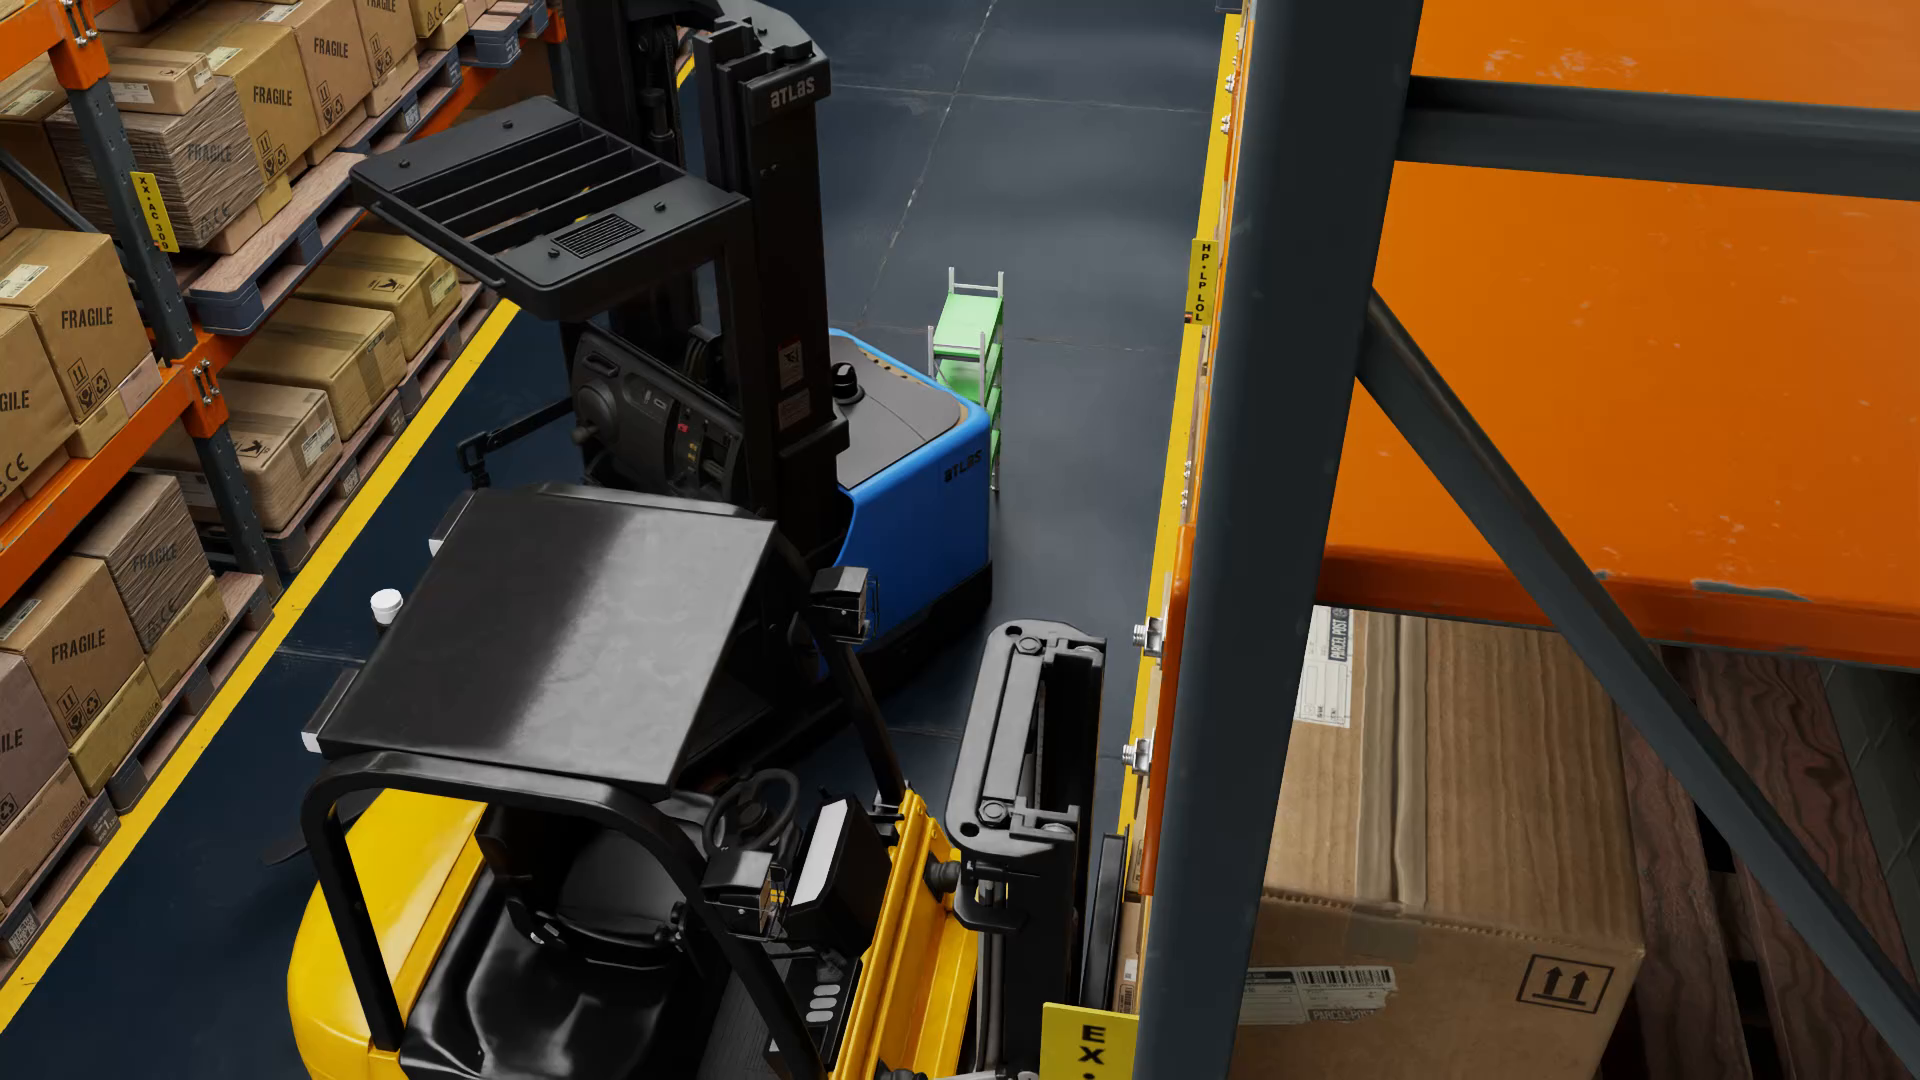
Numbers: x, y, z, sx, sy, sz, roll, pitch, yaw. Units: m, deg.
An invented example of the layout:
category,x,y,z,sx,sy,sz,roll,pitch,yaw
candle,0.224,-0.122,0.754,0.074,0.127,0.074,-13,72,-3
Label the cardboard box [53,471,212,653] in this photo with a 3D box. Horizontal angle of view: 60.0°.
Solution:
category,x,y,z,sx,sy,sz,roll,pitch,yaw
cardboard box,-3.373,0.070,6.551,0.500,0.500,0.500,6,40,7

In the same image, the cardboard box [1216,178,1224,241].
category,x,y,z,sx,sy,sz,roll,pitch,yaw
cardboard box,1.269,-1.190,6.560,0.500,0.250,0.500,5,40,7

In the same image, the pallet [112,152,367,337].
category,x,y,z,sx,sy,sz,roll,pitch,yaw
pallet,-3.260,-1.330,7.155,1.003,0.211,1.213,6,40,8

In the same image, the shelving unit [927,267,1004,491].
category,x,y,z,sx,sy,sz,roll,pitch,yaw
shelving unit,0.029,-0.566,7.493,0.258,1.200,0.503,6,40,8

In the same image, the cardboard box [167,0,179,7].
category,x,y,z,sx,sy,sz,roll,pitch,yaw
cardboard box,-3.547,-2.428,7.182,0.380,0.149,0.250,5,40,6

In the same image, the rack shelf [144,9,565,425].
category,x,y,z,sx,sy,sz,roll,pitch,yaw
rack shelf,-3.189,-1.918,8.280,1.077,0.370,4.000,6,40,8

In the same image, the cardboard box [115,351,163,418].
category,x,y,z,sx,sy,sz,roll,pitch,yaw
cardboard box,-3.291,-0.608,6.328,0.380,0.149,0.250,6,40,7

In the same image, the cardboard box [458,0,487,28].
category,x,y,z,sx,sy,sz,roll,pitch,yaw
cardboard box,-2.694,-2.787,8.635,0.380,0.149,0.250,5,40,6

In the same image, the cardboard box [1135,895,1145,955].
category,x,y,z,sx,sy,sz,roll,pitch,yaw
cardboard box,0.752,0.776,4.379,0.500,0.500,0.500,7,40,8

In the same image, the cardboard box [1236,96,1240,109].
category,x,y,z,sx,sy,sz,roll,pitch,yaw
cardboard box,0.798,-0.802,3.709,0.396,0.266,0.258,6,40,7

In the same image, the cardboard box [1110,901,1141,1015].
category,x,y,z,sx,sy,sz,roll,pitch,yaw
cardboard box,0.690,1.348,4.809,0.500,0.250,0.500,6,40,7

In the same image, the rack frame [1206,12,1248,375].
category,x,y,z,sx,sy,sz,roll,pitch,yaw
rack frame,1.354,-0.395,5.874,1.000,3.000,0.127,6,40,8

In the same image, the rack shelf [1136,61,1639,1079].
category,x,y,z,sx,sy,sz,roll,pitch,yaw
rack shelf,1.008,-0.019,3.629,1.077,0.370,4.000,6,40,8

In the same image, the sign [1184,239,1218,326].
category,x,y,z,sx,sy,sz,roll,pitch,yaw
sign,0.818,-0.864,5.595,0.100,0.325,0.005,6,40,8

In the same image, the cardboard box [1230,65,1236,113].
category,x,y,z,sx,sy,sz,roll,pitch,yaw
cardboard box,1.356,-1.902,7.109,0.380,0.149,0.250,5,40,6

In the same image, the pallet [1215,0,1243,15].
category,x,y,z,sx,sy,sz,roll,pitch,yaw
pallet,2.095,-3.265,9.495,1.213,0.211,1.003,6,40,8

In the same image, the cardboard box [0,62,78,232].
category,x,y,z,sx,sy,sz,roll,pitch,yaw
cardboard box,-3.681,-1.570,6.654,0.500,0.500,0.500,6,40,7

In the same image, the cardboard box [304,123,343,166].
category,x,y,z,sx,sy,sz,roll,pitch,yaw
cardboard box,-3.017,-1.816,7.460,0.380,0.149,0.250,7,40,8

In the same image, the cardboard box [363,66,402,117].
category,x,y,z,sx,sy,sz,roll,pitch,yaw
cardboard box,-2.875,-2.132,7.842,0.380,0.149,0.250,8,40,9

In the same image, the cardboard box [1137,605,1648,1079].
category,x,y,z,sx,sy,sz,roll,pitch,yaw
cardboard box,0.499,0.416,2.053,0.500,0.500,0.500,8,40,9

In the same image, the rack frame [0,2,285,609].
category,x,y,z,sx,sy,sz,roll,pitch,yaw
rack frame,-3.535,-0.940,6.533,1.000,3.000,0.127,6,40,8

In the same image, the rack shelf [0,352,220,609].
category,x,y,z,sx,sy,sz,roll,pitch,yaw
rack shelf,-3.881,0.592,5.244,1.077,0.370,4.000,6,40,8

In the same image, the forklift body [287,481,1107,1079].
category,x,y,z,sx,sy,sz,roll,pitch,yaw
forklift body,-0.807,1.051,4.791,2.313,2.155,1.214,6,40,8

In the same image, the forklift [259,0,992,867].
category,x,y,z,sx,sy,sz,roll,pitch,yaw
forklift,-1.246,-0.356,5.881,1.130,2.935,3.031,32,49,32

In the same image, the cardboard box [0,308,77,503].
category,x,y,z,sx,sy,sz,roll,pitch,yaw
cardboard box,-3.450,-0.463,5.644,0.500,0.500,0.500,8,40,9

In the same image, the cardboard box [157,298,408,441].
category,x,y,z,sx,sy,sz,roll,pitch,yaw
cardboard box,-3.326,-0.870,8.181,0.950,0.372,0.625,9,40,10

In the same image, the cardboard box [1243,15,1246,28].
category,x,y,z,sx,sy,sz,roll,pitch,yaw
cardboard box,1.641,-2.475,8.114,0.500,0.250,0.500,8,40,9

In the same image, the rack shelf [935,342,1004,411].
category,x,y,z,sx,sy,sz,roll,pitch,yaw
rack shelf,0.029,-0.702,7.381,0.258,0.148,0.480,6,40,8

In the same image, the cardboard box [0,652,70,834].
category,x,y,z,sx,sy,sz,roll,pitch,yaw
cardboard box,-3.547,0.710,5.778,0.500,0.500,0.500,8,40,10

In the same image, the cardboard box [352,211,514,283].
category,x,y,z,sx,sy,sz,roll,pitch,yaw
cardboard box,-3.070,-1.782,9.284,0.950,0.372,0.625,6,40,7

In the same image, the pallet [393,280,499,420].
category,x,y,z,sx,sy,sz,roll,pitch,yaw
pallet,-3.193,-1.122,8.941,1.003,0.211,1.213,6,40,8

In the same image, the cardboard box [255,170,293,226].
category,x,y,z,sx,sy,sz,roll,pitch,yaw
cardboard box,-3.077,-1.473,7.045,0.380,0.149,0.250,7,40,9

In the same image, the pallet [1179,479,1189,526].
category,x,y,z,sx,sy,sz,roll,pitch,yaw
pallet,1.443,0.213,7.327,1.003,0.211,1.213,6,40,8

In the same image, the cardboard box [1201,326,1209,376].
category,x,y,z,sx,sy,sz,roll,pitch,yaw
cardboard box,1.184,-0.682,6.339,0.500,0.250,0.500,7,40,9

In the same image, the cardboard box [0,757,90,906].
category,x,y,z,sx,sy,sz,roll,pitch,yaw
cardboard box,-3.548,1.012,6.000,0.500,0.250,0.500,7,40,8

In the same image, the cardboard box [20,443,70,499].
category,x,y,z,sx,sy,sz,roll,pitch,yaw
cardboard box,-3.449,-0.295,5.950,0.380,0.149,0.250,7,40,8

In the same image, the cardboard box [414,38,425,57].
category,x,y,z,sx,sy,sz,roll,pitch,yaw
cardboard box,-2.896,-2.469,8.250,0.380,0.149,0.250,7,40,8

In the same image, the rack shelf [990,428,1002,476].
category,x,y,z,sx,sy,sz,roll,pitch,yaw
rack shelf,0.029,-0.332,7.687,0.258,0.148,0.480,6,40,8

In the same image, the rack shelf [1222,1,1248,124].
category,x,y,z,sx,sy,sz,roll,pitch,yaw
rack shelf,1.700,-2.529,6.665,1.077,0.370,4.000,6,40,8

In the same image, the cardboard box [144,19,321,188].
category,x,y,z,sx,sy,sz,roll,pitch,yaw
cardboard box,-3.086,-1.832,6.970,0.500,0.500,0.500,7,40,8

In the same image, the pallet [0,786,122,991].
category,x,y,z,sx,sy,sz,roll,pitch,yaw
pallet,-3.825,1.328,5.978,1.003,0.211,1.213,6,40,8

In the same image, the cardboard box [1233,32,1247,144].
category,x,y,z,sx,sy,sz,roll,pitch,yaw
cardboard box,0.970,-1.222,4.182,0.500,0.311,0.500,7,40,9

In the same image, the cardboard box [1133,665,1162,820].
category,x,y,z,sx,sy,sz,roll,pitch,yaw
cardboard box,0.863,0.706,5.585,0.500,0.250,0.500,6,40,8

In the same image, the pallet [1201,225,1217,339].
category,x,y,z,sx,sy,sz,roll,pitch,yaw
pallet,1.865,-1.318,9.179,1.003,0.211,1.213,6,40,8

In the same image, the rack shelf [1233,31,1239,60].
category,x,y,z,sx,sy,sz,roll,pitch,yaw
rack shelf,2.392,-3.883,10.657,1.077,0.370,4.000,6,40,8

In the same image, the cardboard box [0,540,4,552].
category,x,y,z,sx,sy,sz,roll,pitch,yaw
cardboard box,-3.463,0.030,5.557,0.380,0.149,0.250,6,40,7

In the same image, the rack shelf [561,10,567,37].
category,x,y,z,sx,sy,sz,roll,pitch,yaw
rack shelf,-2.497,-4.428,11.317,1.077,0.370,4.000,6,40,8

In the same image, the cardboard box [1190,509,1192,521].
category,x,y,z,sx,sy,sz,roll,pitch,yaw
cardboard box,0.863,-0.037,4.853,0.380,0.149,0.250,7,40,9

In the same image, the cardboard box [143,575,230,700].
category,x,y,z,sx,sy,sz,roll,pitch,yaw
cardboard box,-3.373,0.359,6.791,0.500,0.250,0.500,8,40,10

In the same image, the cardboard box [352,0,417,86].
category,x,y,z,sx,sy,sz,roll,pitch,yaw
cardboard box,-2.908,-2.464,7.735,0.500,0.500,0.500,5,40,6

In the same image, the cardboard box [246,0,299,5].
category,x,y,z,sx,sy,sz,roll,pitch,yaw
cardboard box,-3.019,-2.454,7.214,0.380,0.149,0.250,9,40,10

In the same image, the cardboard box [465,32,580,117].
category,x,y,z,sx,sy,sz,roll,pitch,yaw
cardboard box,-2.642,-3.218,10.626,0.875,0.875,0.875,6,40,7

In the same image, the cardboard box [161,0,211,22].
category,x,y,z,sx,sy,sz,roll,pitch,yaw
cardboard box,-3.502,-2.205,7.421,0.500,0.500,0.500,8,40,9

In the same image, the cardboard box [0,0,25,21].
category,x,y,z,sx,sy,sz,roll,pitch,yaw
cardboard box,-3.289,-1.767,5.377,0.380,0.149,0.250,7,40,8

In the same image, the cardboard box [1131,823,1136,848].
category,x,y,z,sx,sy,sz,roll,pitch,yaw
cardboard box,0.783,1.210,5.368,0.500,0.250,0.500,6,40,7

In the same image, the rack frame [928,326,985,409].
category,x,y,z,sx,sy,sz,roll,pitch,yaw
rack frame,-0.014,-0.413,7.308,0.240,1.200,0.015,6,40,8

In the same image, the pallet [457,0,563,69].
category,x,y,z,sx,sy,sz,roll,pitch,yaw
pallet,-2.861,-2.917,9.075,1.213,0.211,1.003,6,40,8
